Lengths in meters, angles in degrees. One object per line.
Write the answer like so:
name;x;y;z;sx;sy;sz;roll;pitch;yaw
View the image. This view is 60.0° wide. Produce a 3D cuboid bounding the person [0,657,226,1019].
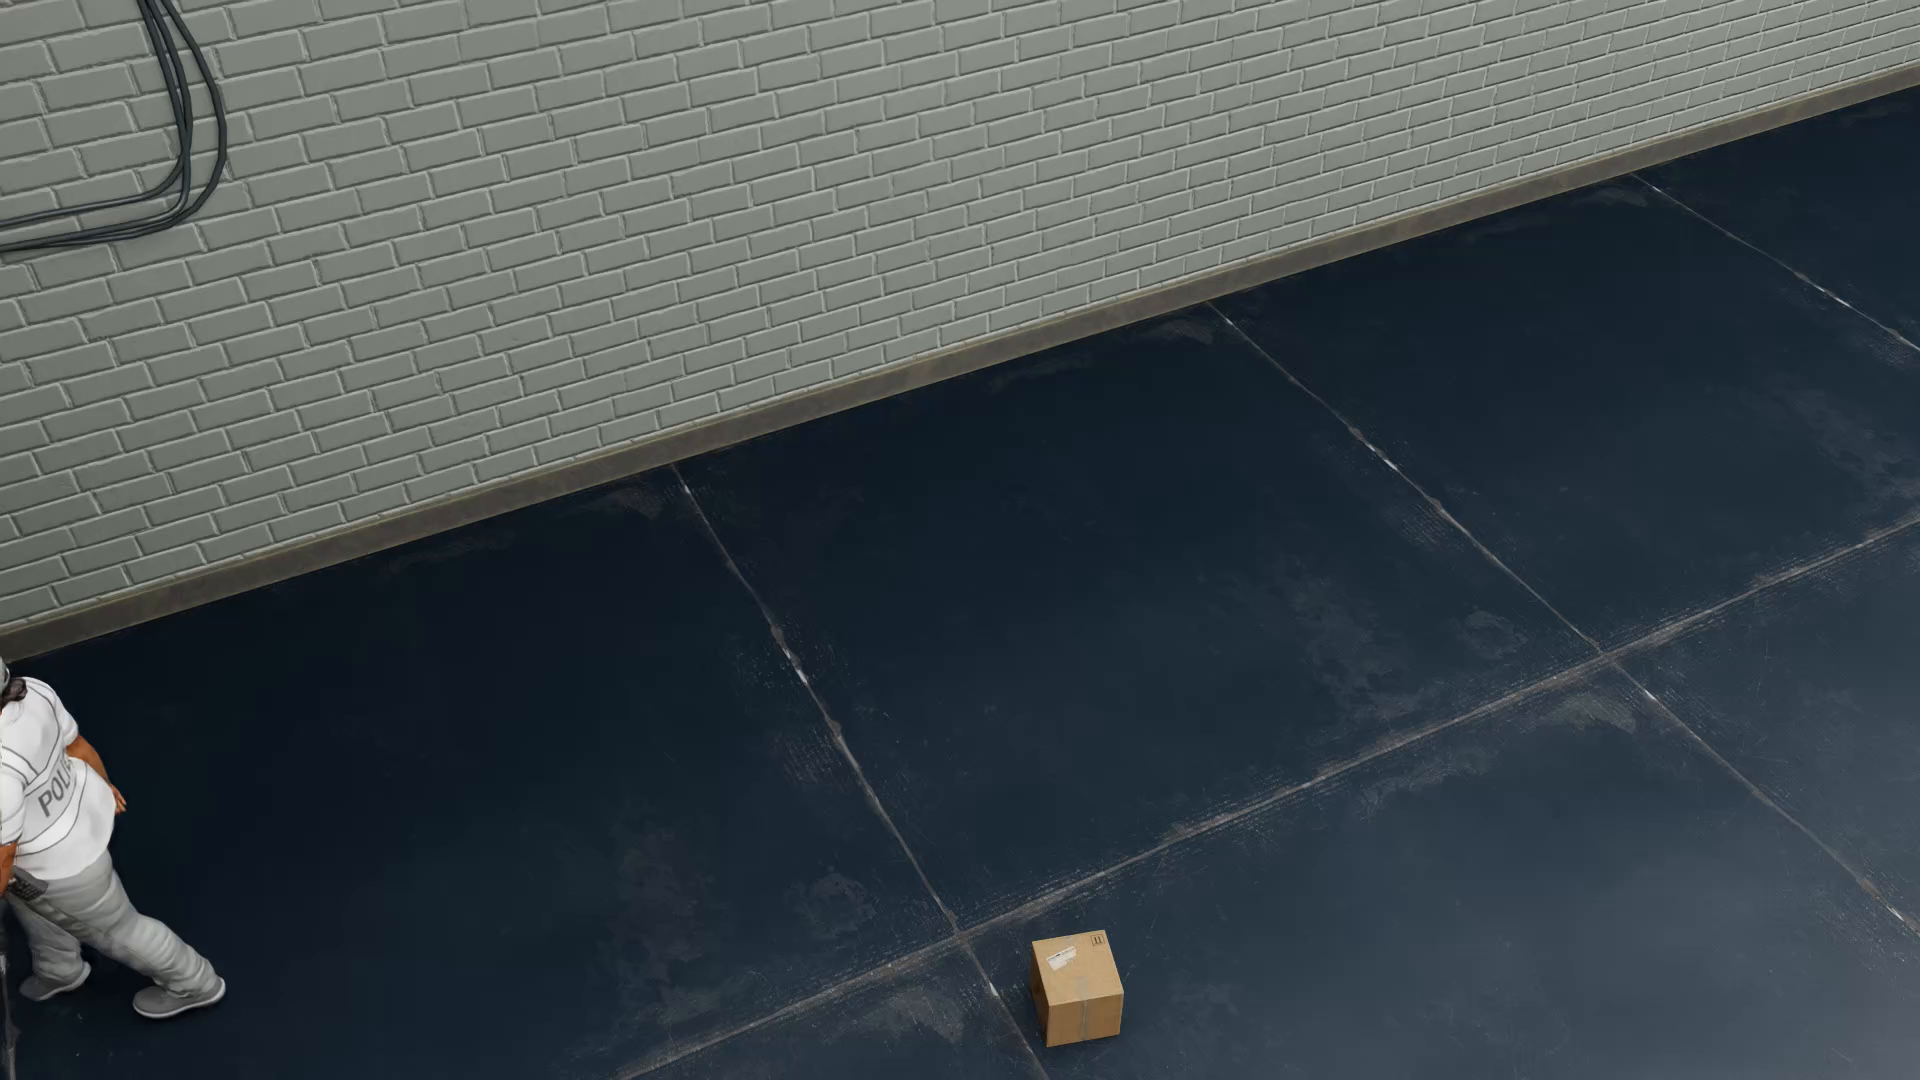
person;-2.836;0.967;5.085;0.702;1.711;0.523;-9;42;-10
